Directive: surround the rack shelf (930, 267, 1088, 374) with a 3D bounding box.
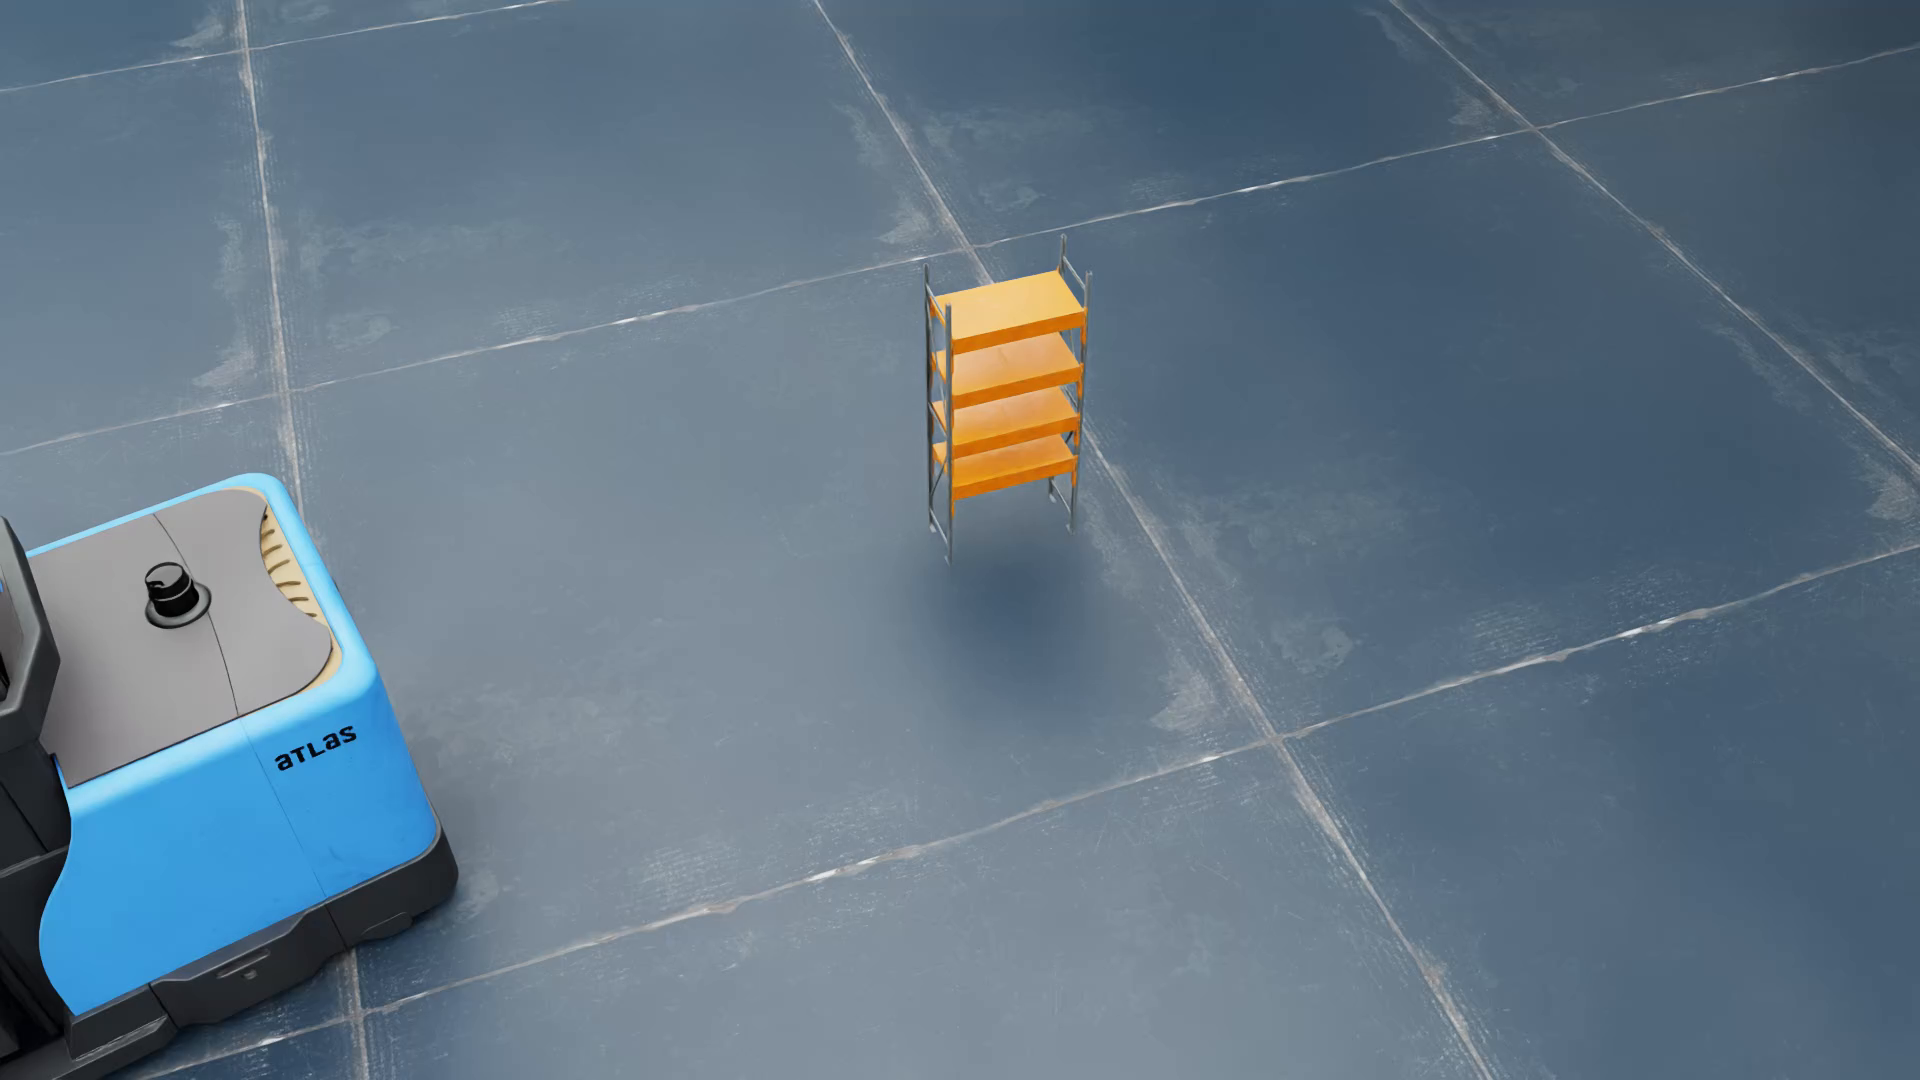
[{"bbox_3d":[0.156,-0.741,5.586,0.480,0.148,0.258,-14,47,-14],"label":"rack shelf"}]

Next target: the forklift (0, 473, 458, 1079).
[{"bbox_3d":[-3.061,0.348,3.834,3.031,2.935,1.130,-24,50,-22],"label":"forklift"}]

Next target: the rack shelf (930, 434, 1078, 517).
[{"bbox_3d":[0.156,-0.276,6.053,0.480,0.148,0.258,-14,47,-14],"label":"rack shelf"}]

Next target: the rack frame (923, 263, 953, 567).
[{"bbox_3d":[-0.074,-0.405,5.806,0.015,1.200,0.240,-14,47,-14],"label":"rack frame"}]

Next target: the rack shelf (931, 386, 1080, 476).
[{"bbox_3d":[0.156,-0.416,5.912,0.480,0.148,0.258,-14,47,-14],"label":"rack shelf"}]

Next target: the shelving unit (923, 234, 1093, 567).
[{"bbox_3d":[0.156,-0.463,5.865,0.503,1.200,0.258,-14,47,-14],"label":"shelving unit"}]

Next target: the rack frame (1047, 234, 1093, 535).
[{"bbox_3d":[0.385,-0.522,5.923,0.015,1.200,0.240,-14,47,-14],"label":"rack frame"}]

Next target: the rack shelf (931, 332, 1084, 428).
[{"bbox_3d":[0.156,-0.574,5.754,0.480,0.148,0.258,-14,47,-14],"label":"rack shelf"}]
